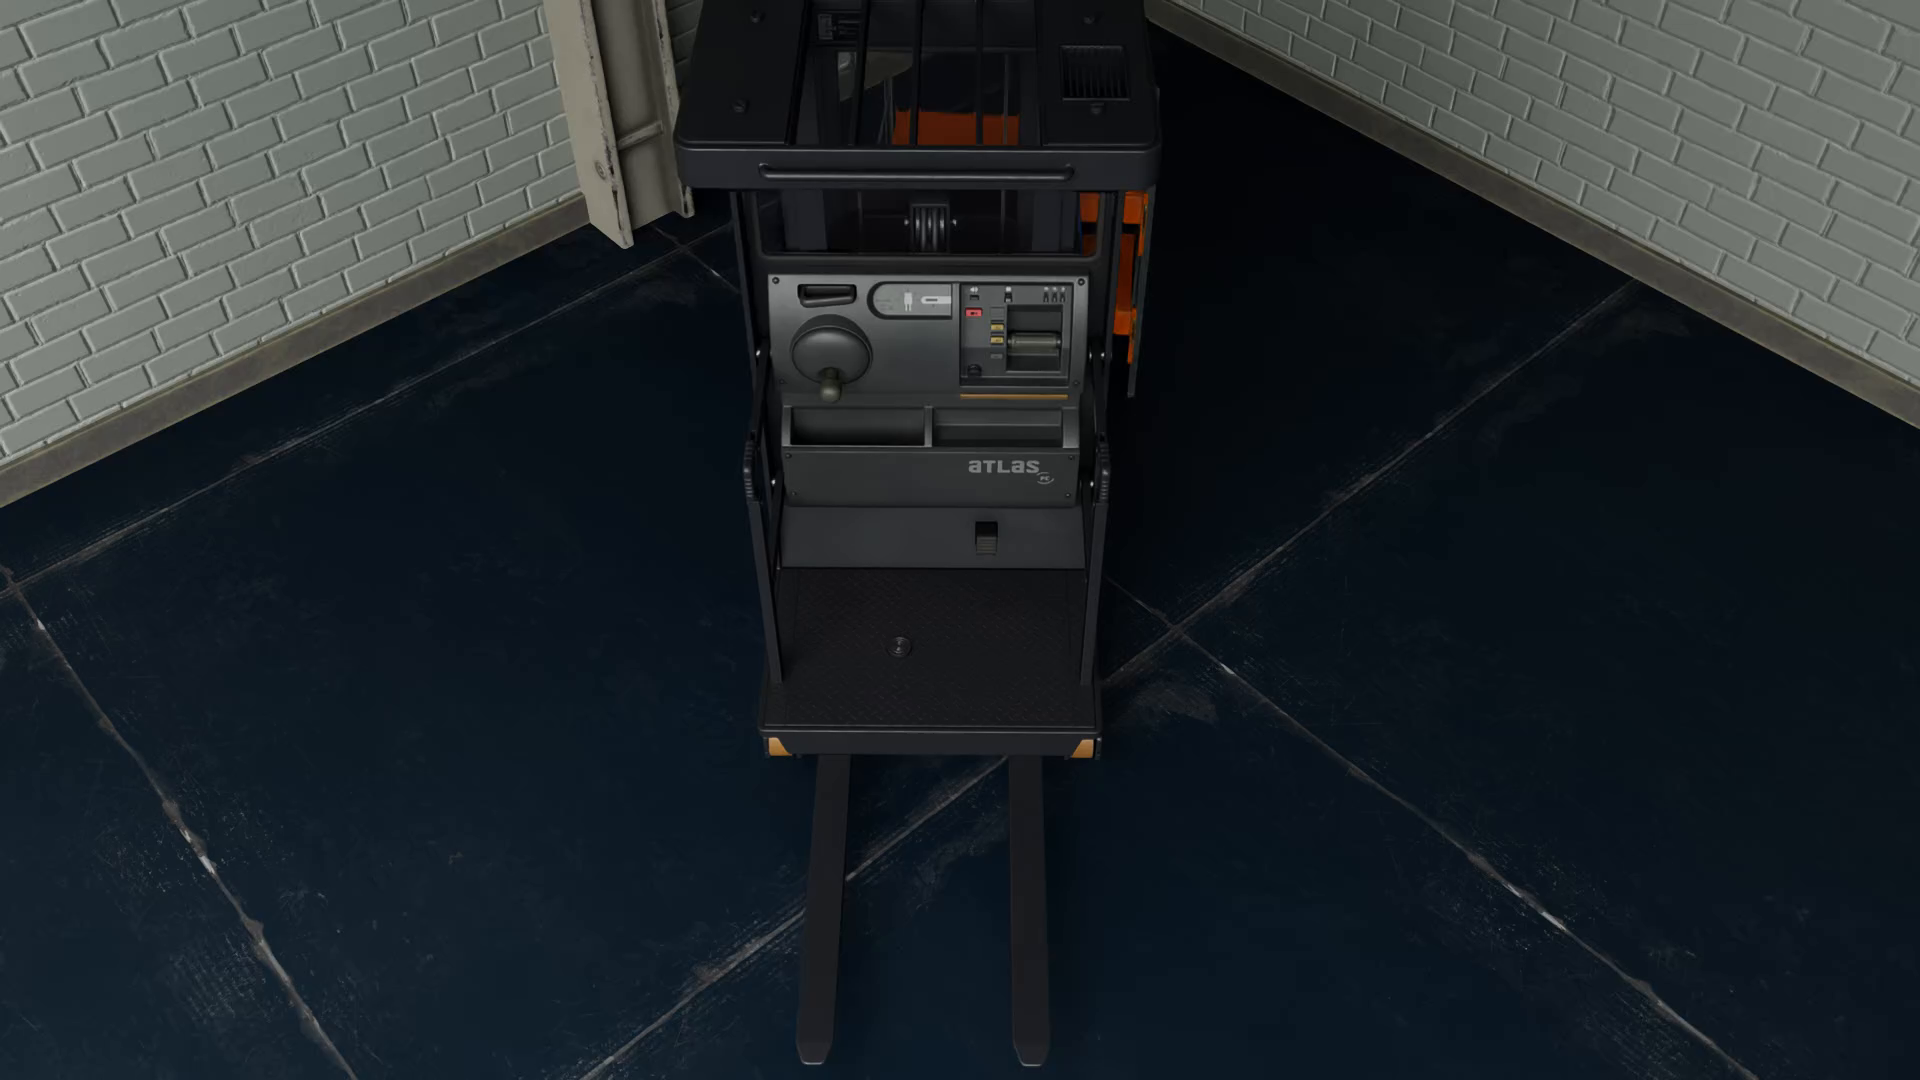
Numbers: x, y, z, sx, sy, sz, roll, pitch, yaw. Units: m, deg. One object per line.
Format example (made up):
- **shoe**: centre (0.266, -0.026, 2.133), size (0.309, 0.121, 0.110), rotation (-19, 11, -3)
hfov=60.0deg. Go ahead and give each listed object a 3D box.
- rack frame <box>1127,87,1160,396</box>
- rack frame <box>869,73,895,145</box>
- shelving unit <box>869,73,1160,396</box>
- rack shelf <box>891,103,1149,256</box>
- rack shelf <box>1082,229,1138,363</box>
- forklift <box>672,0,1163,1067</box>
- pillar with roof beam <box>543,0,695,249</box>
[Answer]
- **rack frame**: centre (0.720, -1.154, 6.550), size (0.032, 1.125, 0.500), rotation (4, 47, 3)
- **rack frame**: centre (-0.293, -1.221, 6.612), size (0.032, 1.125, 0.500), rotation (4, 47, 3)
- **shelving unit**: centre (0.213, -1.188, 6.581), size (1.048, 1.125, 0.538), rotation (4, 47, 3)
- **rack shelf**: centre (0.213, -1.386, 6.365), size (1.000, 0.278, 0.538), rotation (4, 47, 3)
- **rack shelf**: centre (0.213, -1.022, 6.760), size (1.000, 0.278, 0.538), rotation (4, 47, 3)
- **forklift**: centre (-0.091, -0.501, 4.718), size (1.130, 2.935, 3.031), rotation (0, 47, 0)
- **pillar with roof beam**: centre (1.436, -2.195, 2.152), size (0.400, 9.000, 9.100), rotation (-34, 56, -27)
